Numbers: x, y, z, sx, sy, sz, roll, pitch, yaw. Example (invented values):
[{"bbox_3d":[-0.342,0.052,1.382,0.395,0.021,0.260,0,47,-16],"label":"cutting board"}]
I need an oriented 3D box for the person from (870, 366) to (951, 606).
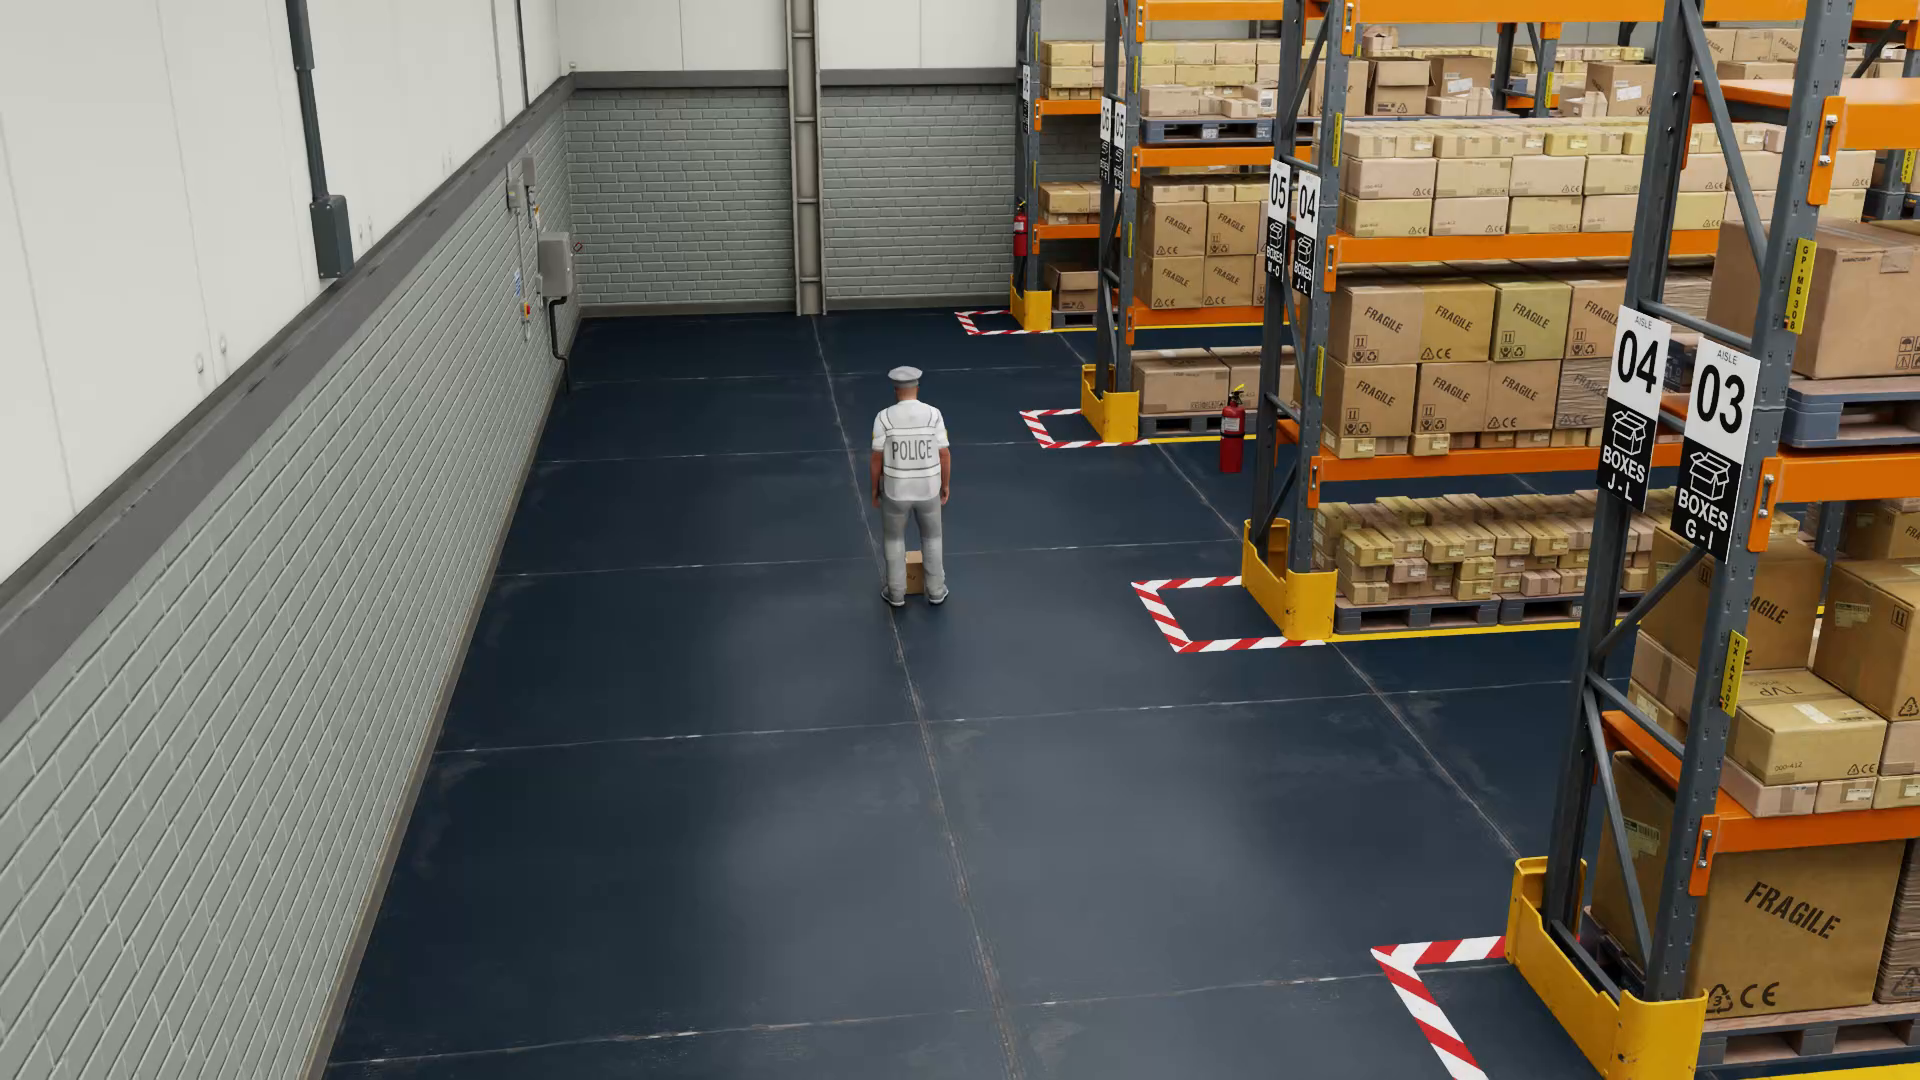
[{"bbox_3d":[-0.358,-0.368,12.078,0.585,1.749,0.435,-3,20,-7],"label":"person"}]
